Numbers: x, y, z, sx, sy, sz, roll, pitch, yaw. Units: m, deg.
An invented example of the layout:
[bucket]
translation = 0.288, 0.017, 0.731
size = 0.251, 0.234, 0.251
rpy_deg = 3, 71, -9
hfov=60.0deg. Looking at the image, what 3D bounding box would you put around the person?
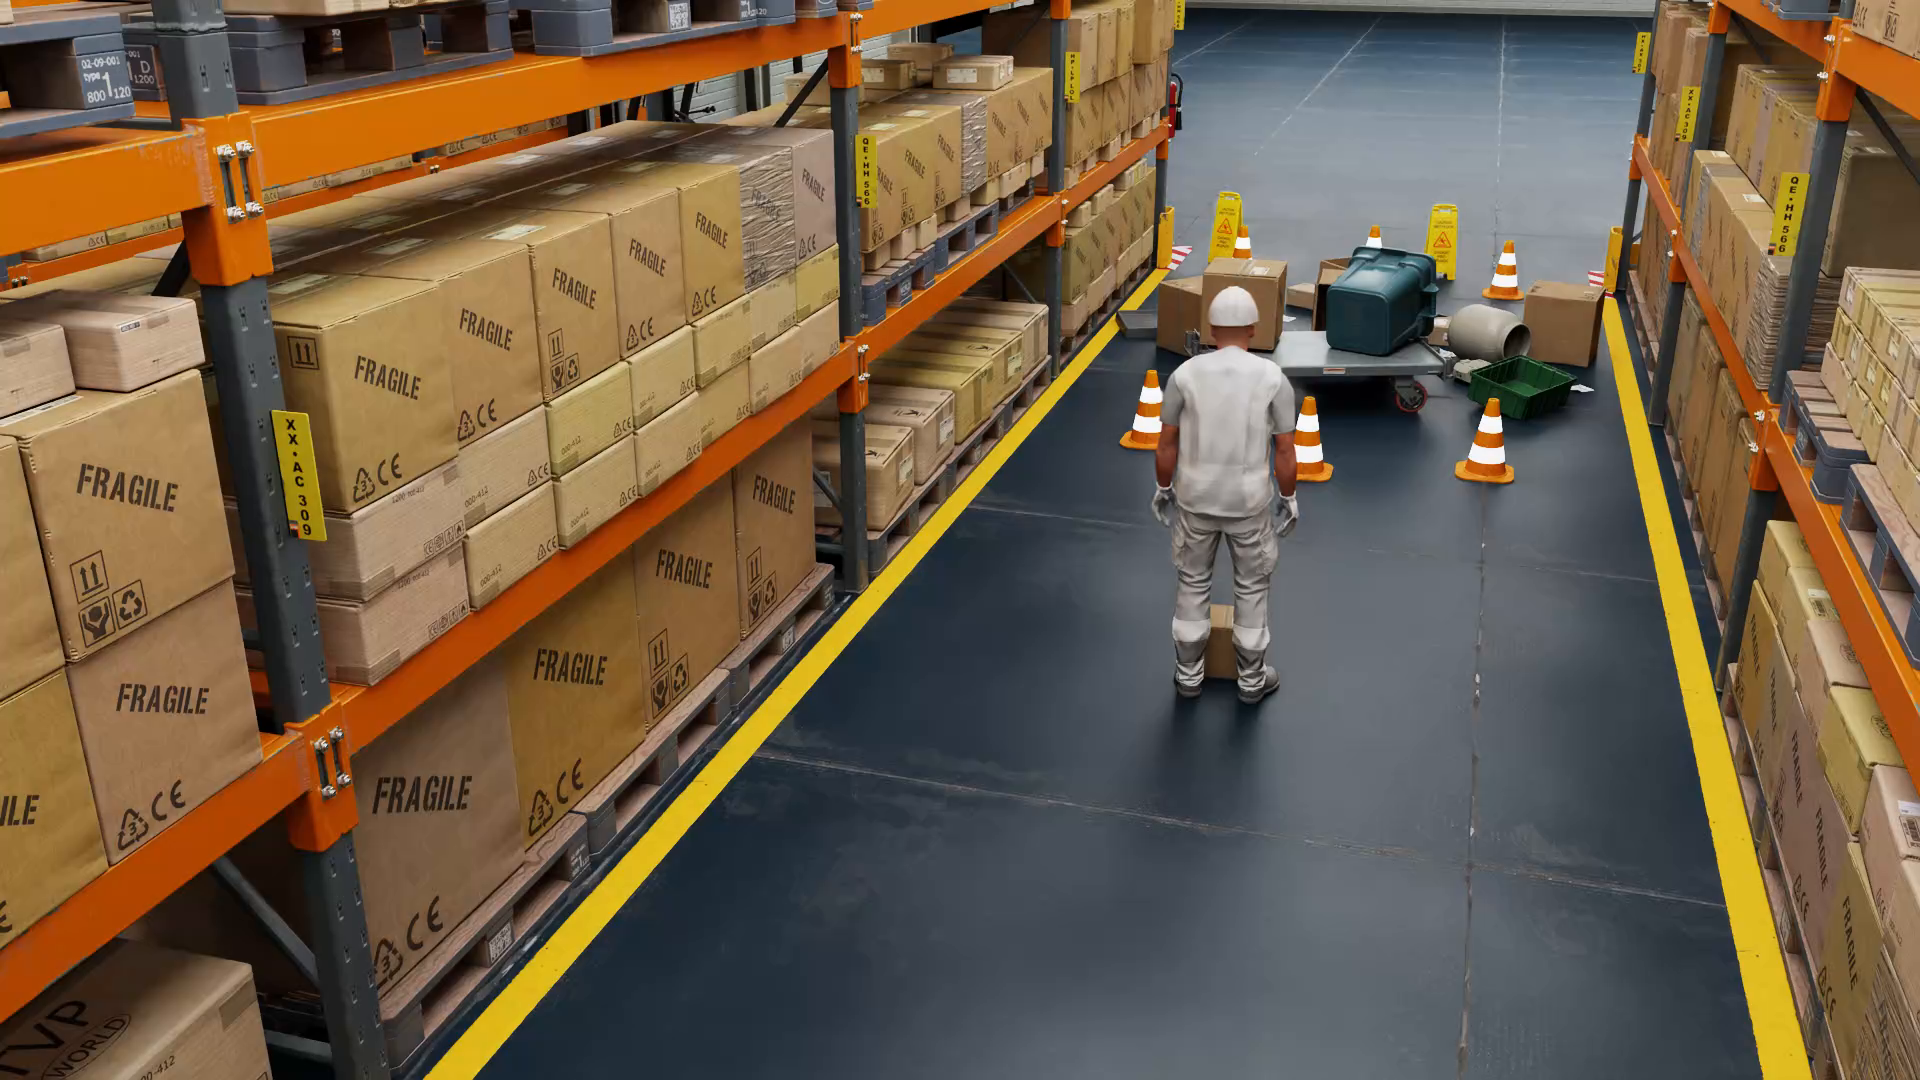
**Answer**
[person]
translation = 15.429, -1.763, 11.051
size = 25.708, 1.732, 16.744
rpy_deg = 6, 23, 15
